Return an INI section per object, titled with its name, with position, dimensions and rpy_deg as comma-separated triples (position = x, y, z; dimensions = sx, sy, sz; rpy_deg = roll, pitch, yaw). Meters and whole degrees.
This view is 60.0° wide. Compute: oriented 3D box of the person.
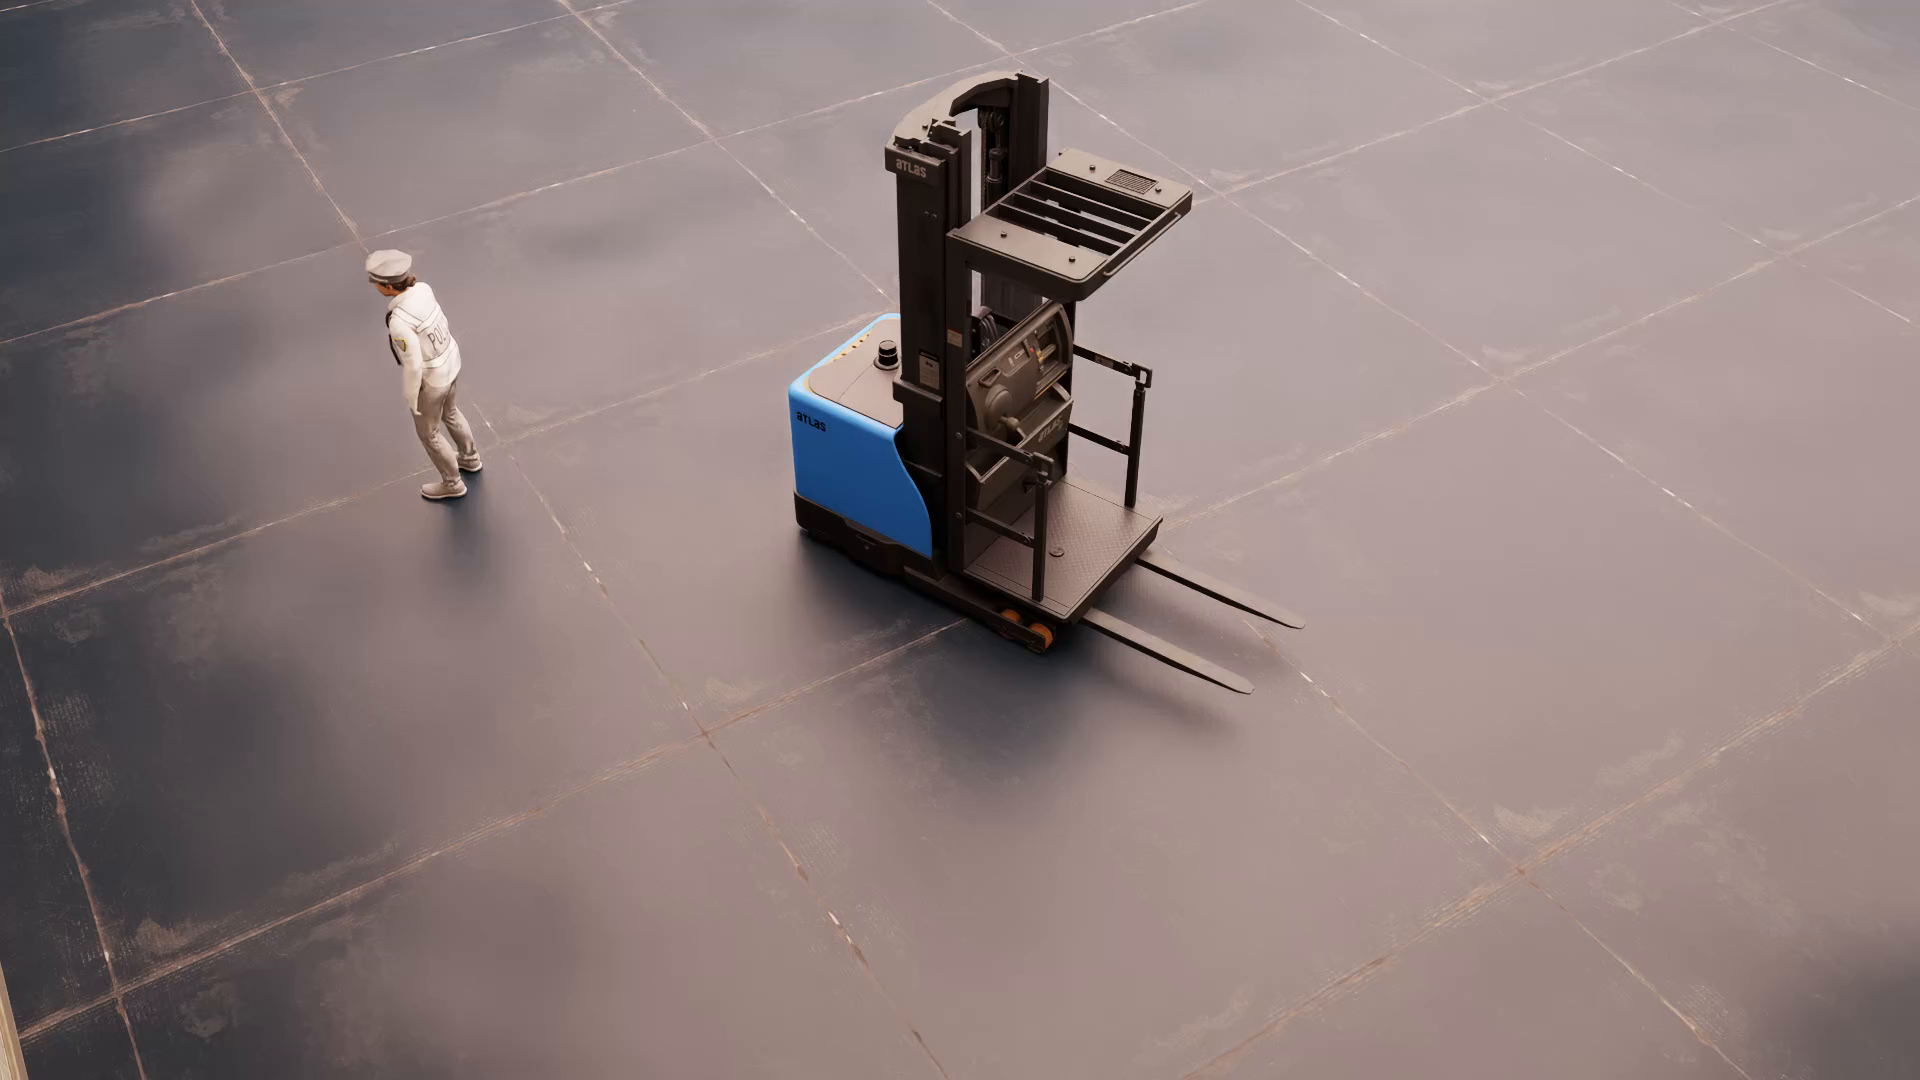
[person]
position = -3.186, -0.981, 9.960
dimensions = 0.373, 1.661, 0.538
rpy_deg = 5, 41, 6

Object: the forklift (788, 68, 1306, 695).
[forklift]
position = 0.496, -0.872, 8.869
dimensions = 3.031, 2.935, 1.130
rpy_deg = 25, 47, 26
